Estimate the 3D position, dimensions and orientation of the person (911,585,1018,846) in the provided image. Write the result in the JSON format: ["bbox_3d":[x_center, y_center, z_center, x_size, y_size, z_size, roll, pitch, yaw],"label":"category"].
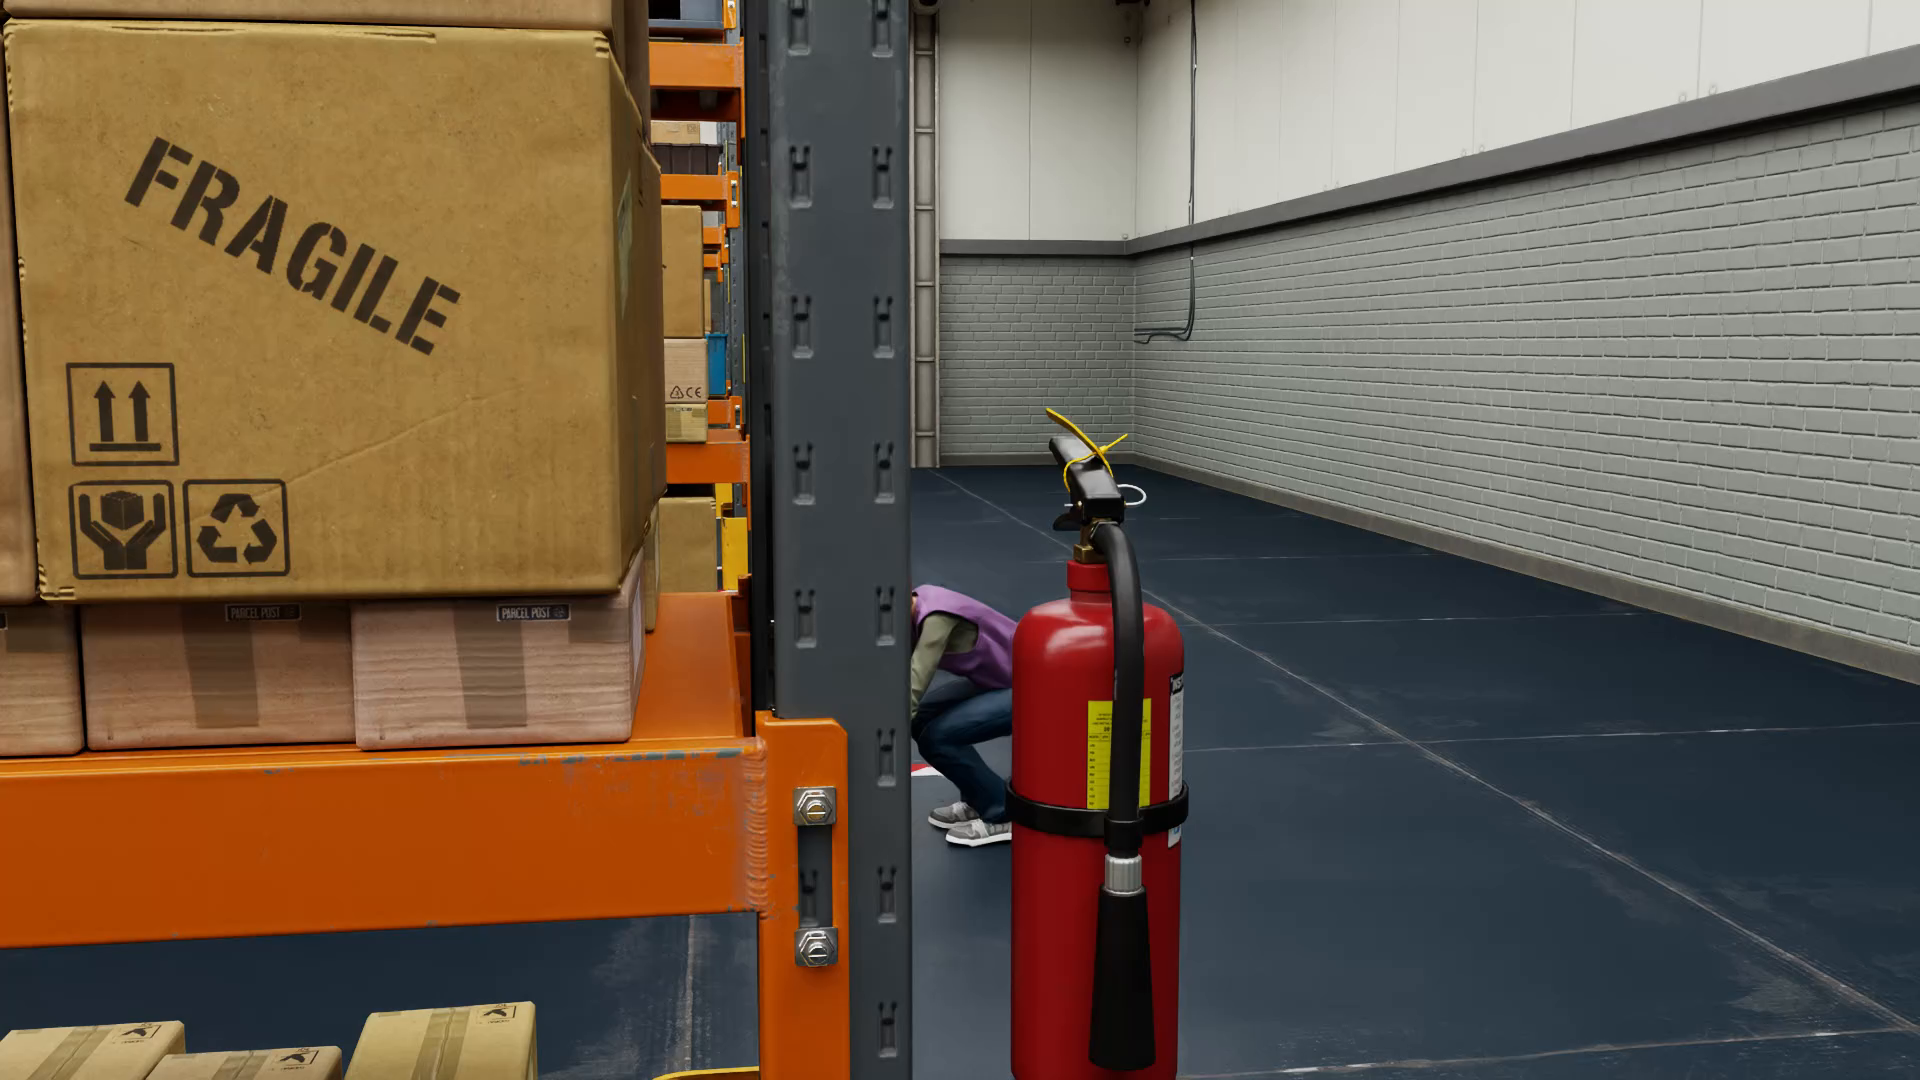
[{"bbox_3d":[-0.010,0.543,5.645,0.782,0.960,0.446,-1,7,-9],"label":"person"}]
